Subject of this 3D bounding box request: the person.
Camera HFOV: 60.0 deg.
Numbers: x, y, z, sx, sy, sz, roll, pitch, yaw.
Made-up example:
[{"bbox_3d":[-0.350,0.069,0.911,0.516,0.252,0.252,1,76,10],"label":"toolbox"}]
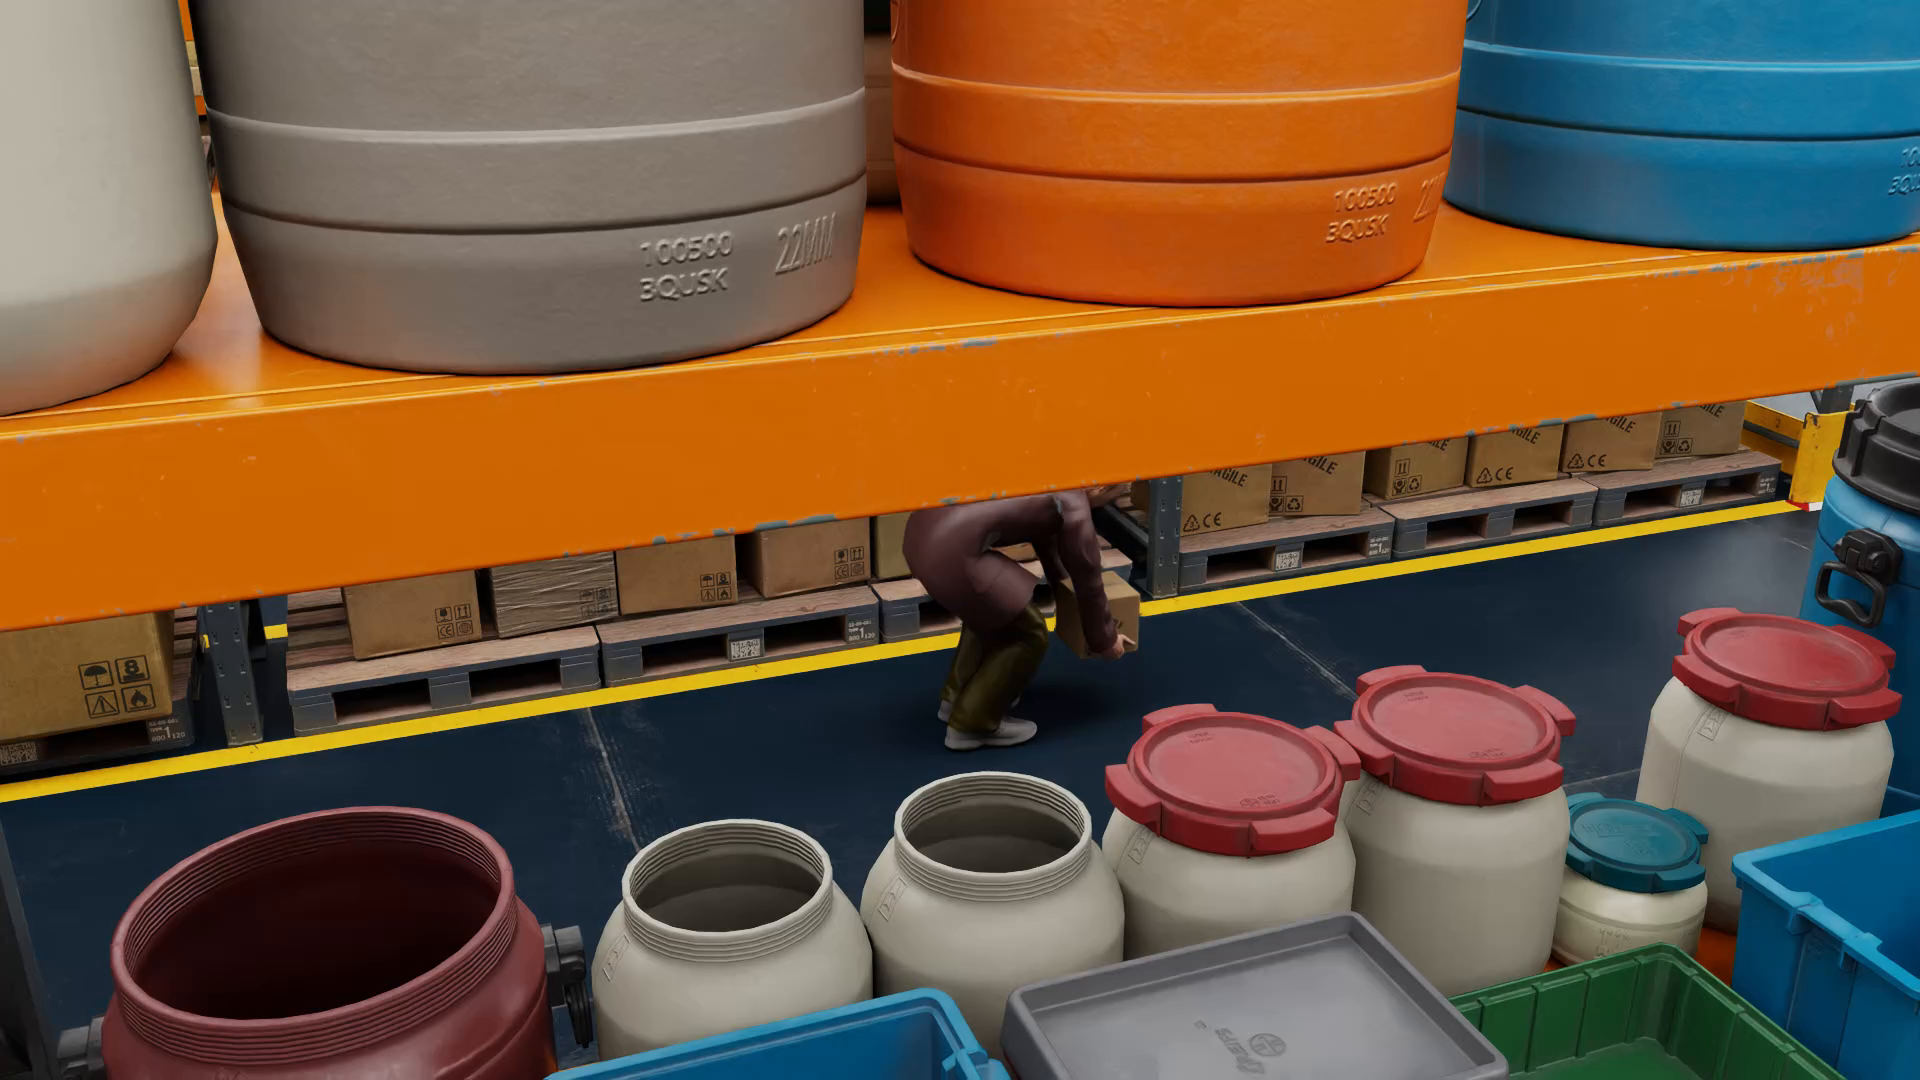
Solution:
[{"bbox_3d":[0.235,0.216,6.485,0.941,1.094,0.581,-9,24,-22],"label":"person"}]
